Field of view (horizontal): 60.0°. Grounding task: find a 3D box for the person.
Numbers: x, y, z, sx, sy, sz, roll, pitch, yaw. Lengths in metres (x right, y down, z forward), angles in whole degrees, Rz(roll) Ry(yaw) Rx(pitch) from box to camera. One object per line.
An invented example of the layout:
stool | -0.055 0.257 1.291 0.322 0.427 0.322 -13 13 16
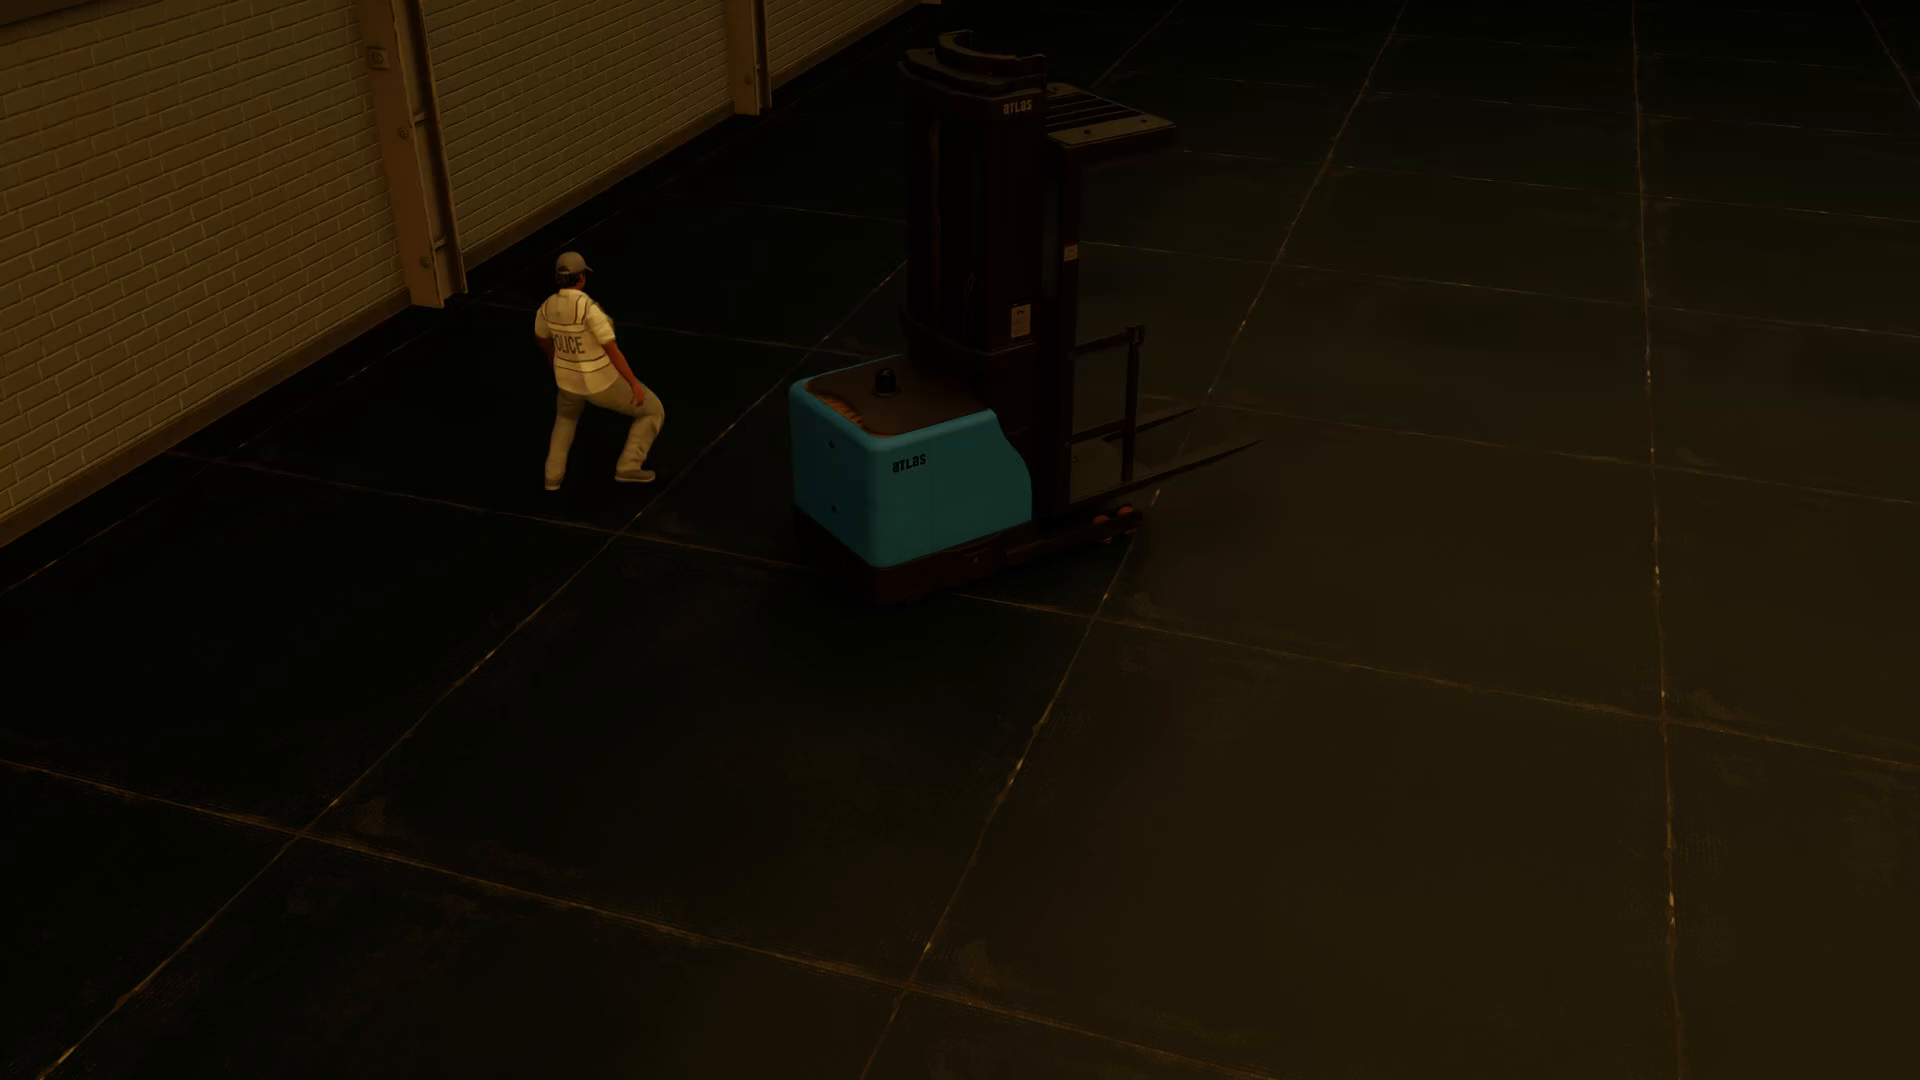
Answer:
person | -2.304 -1.040 10.372 0.864 1.564 0.587 17 34 27

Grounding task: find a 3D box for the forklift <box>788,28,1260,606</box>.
forklift | 0.508 -1.454 9.687 3.031 2.935 1.130 -18 34 -29
